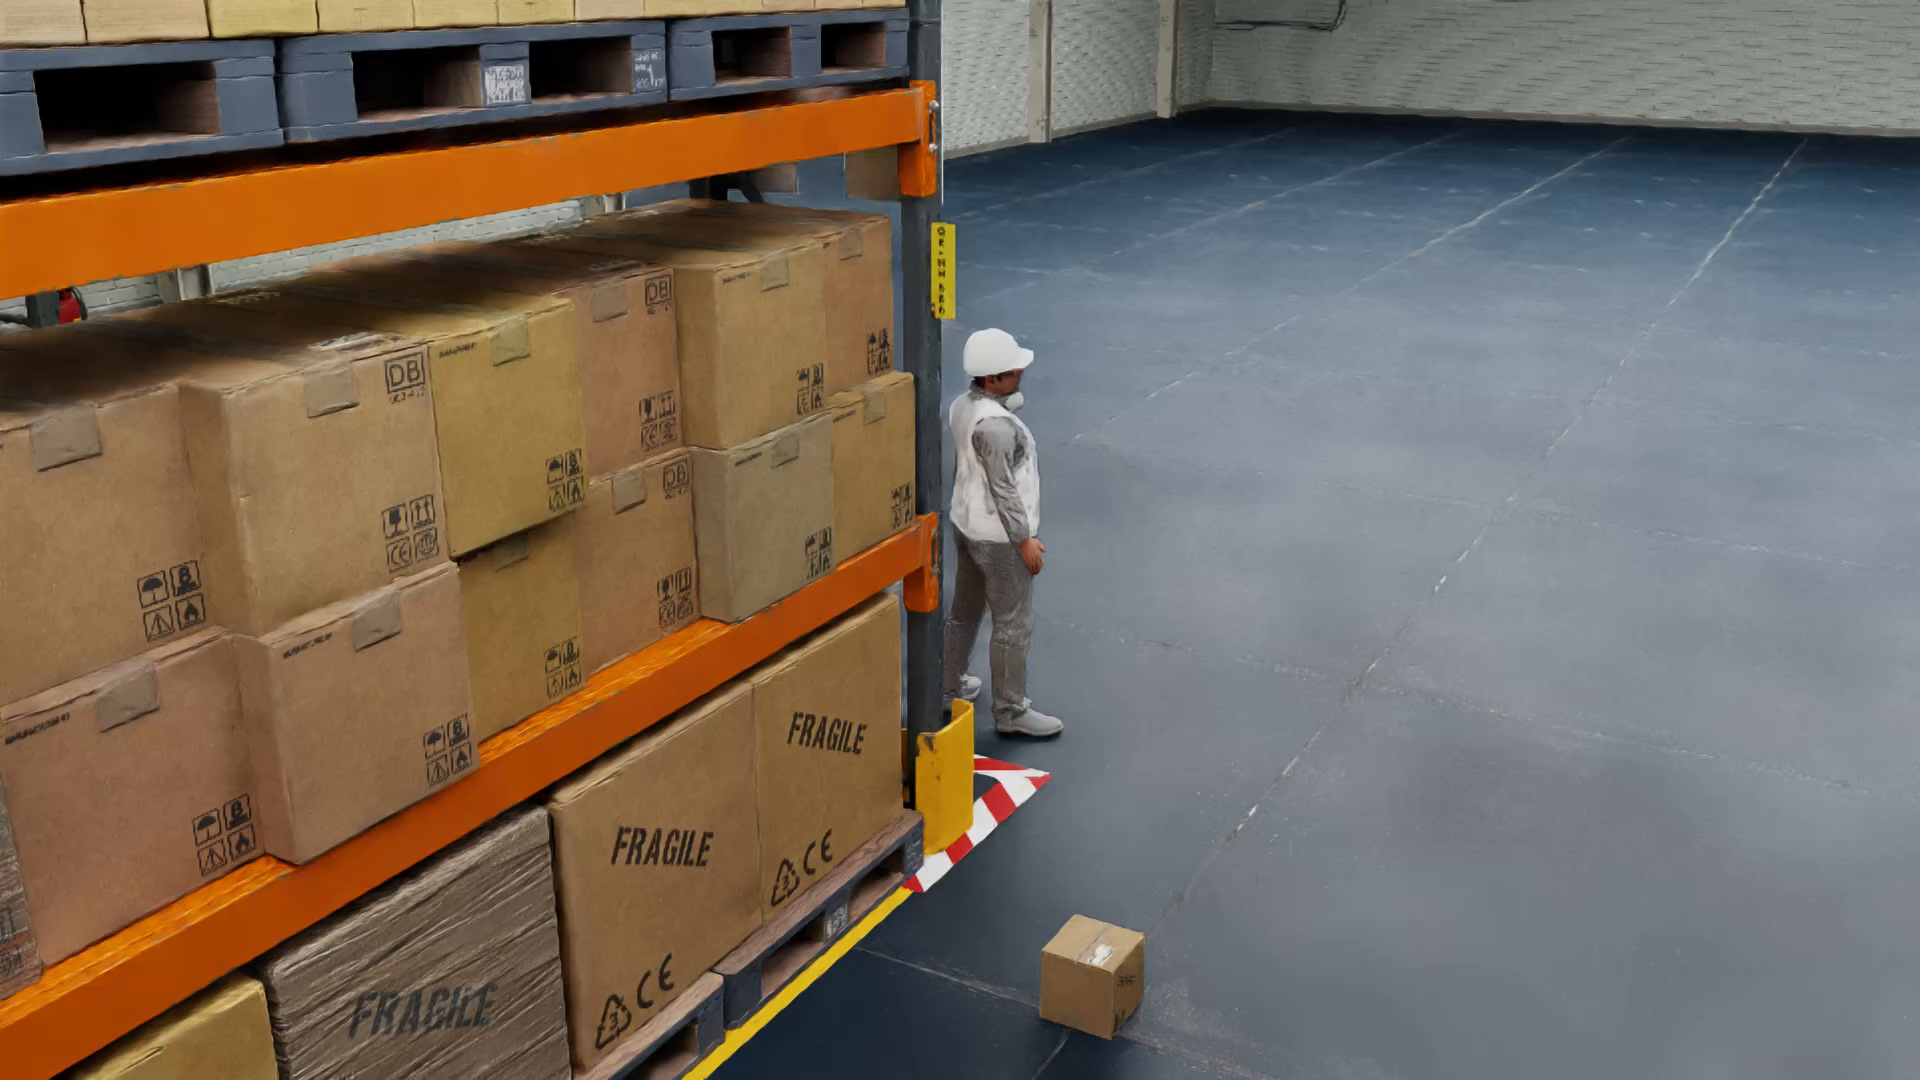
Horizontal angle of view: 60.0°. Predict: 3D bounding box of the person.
[{"bbox_3d":[0.147,-0.049,7.152,0.477,1.778,0.580,-6,20,-18],"label":"person"}]
